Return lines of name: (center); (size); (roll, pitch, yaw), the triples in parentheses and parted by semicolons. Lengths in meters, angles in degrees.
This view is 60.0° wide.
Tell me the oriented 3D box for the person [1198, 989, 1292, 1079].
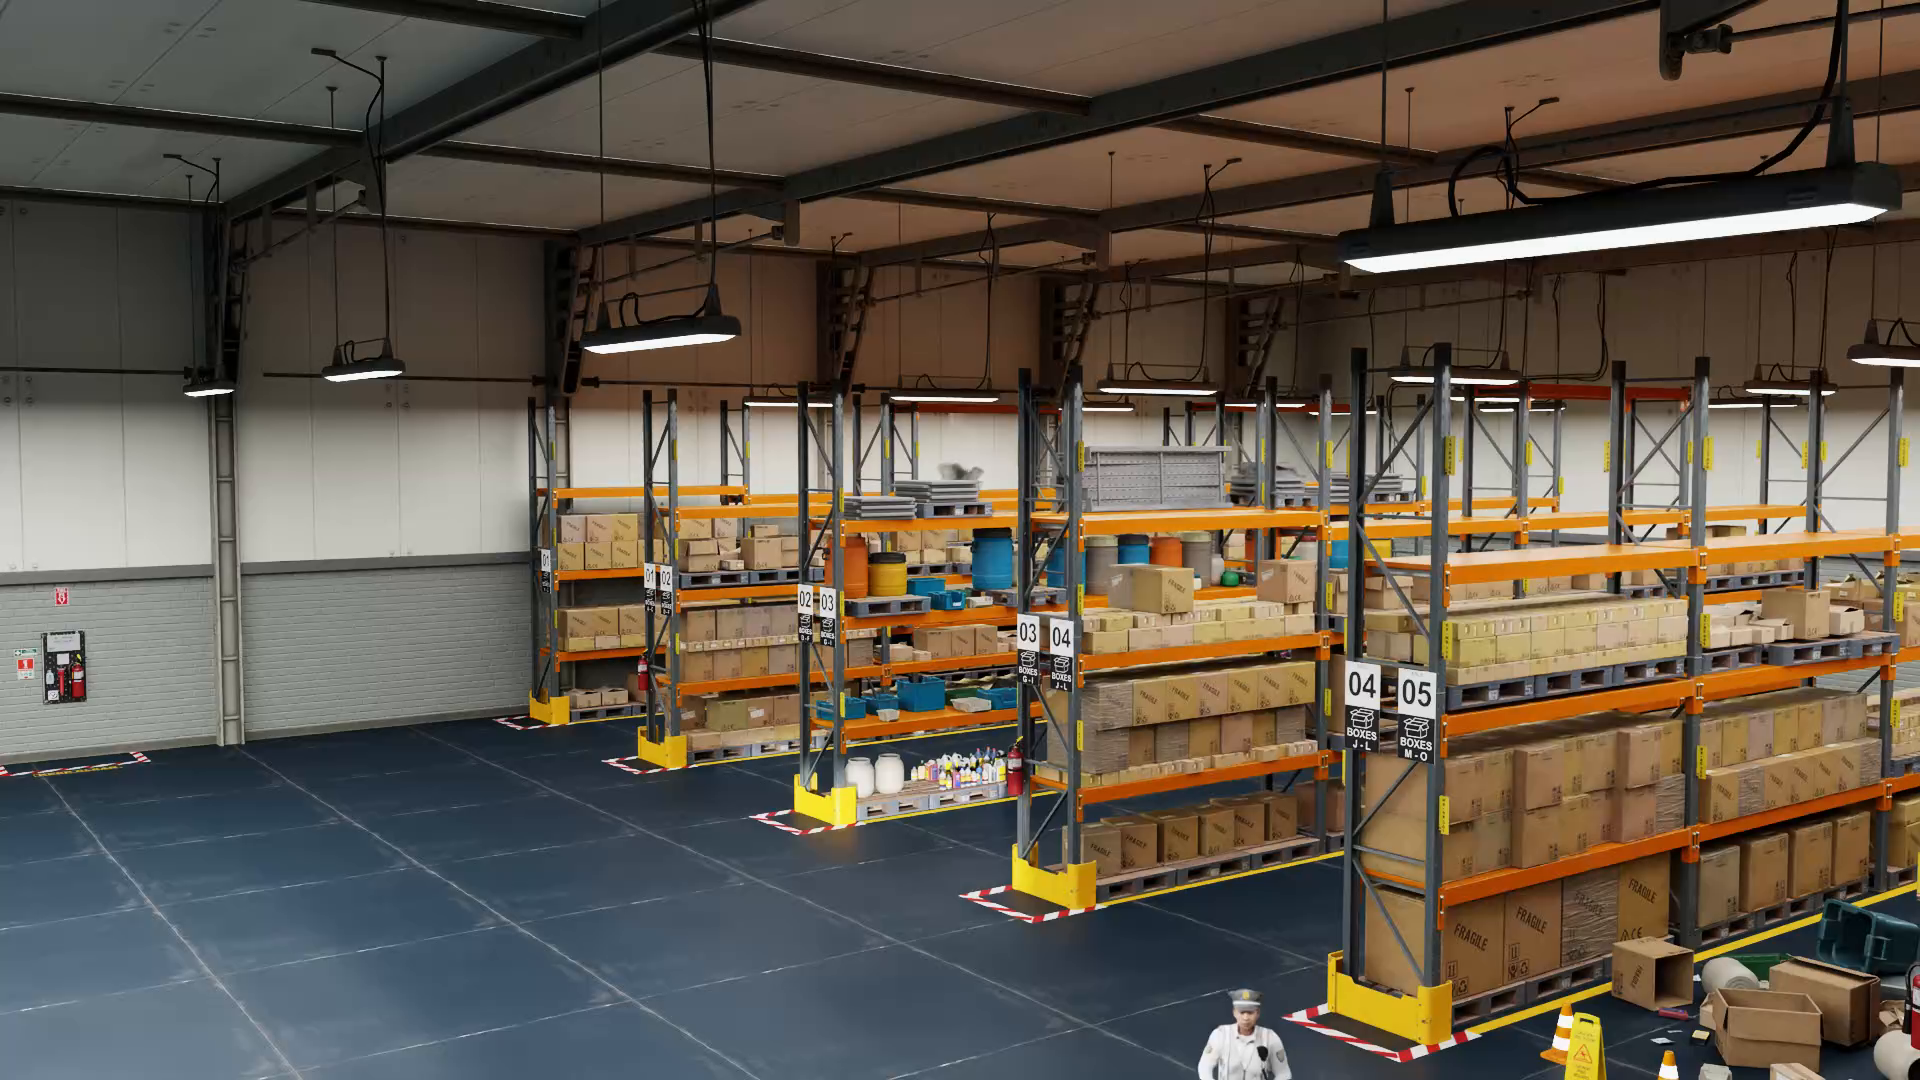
person: (1.866, 3.712, 10.900); (0.604, 1.641, 0.579); (1, 3, 9)
